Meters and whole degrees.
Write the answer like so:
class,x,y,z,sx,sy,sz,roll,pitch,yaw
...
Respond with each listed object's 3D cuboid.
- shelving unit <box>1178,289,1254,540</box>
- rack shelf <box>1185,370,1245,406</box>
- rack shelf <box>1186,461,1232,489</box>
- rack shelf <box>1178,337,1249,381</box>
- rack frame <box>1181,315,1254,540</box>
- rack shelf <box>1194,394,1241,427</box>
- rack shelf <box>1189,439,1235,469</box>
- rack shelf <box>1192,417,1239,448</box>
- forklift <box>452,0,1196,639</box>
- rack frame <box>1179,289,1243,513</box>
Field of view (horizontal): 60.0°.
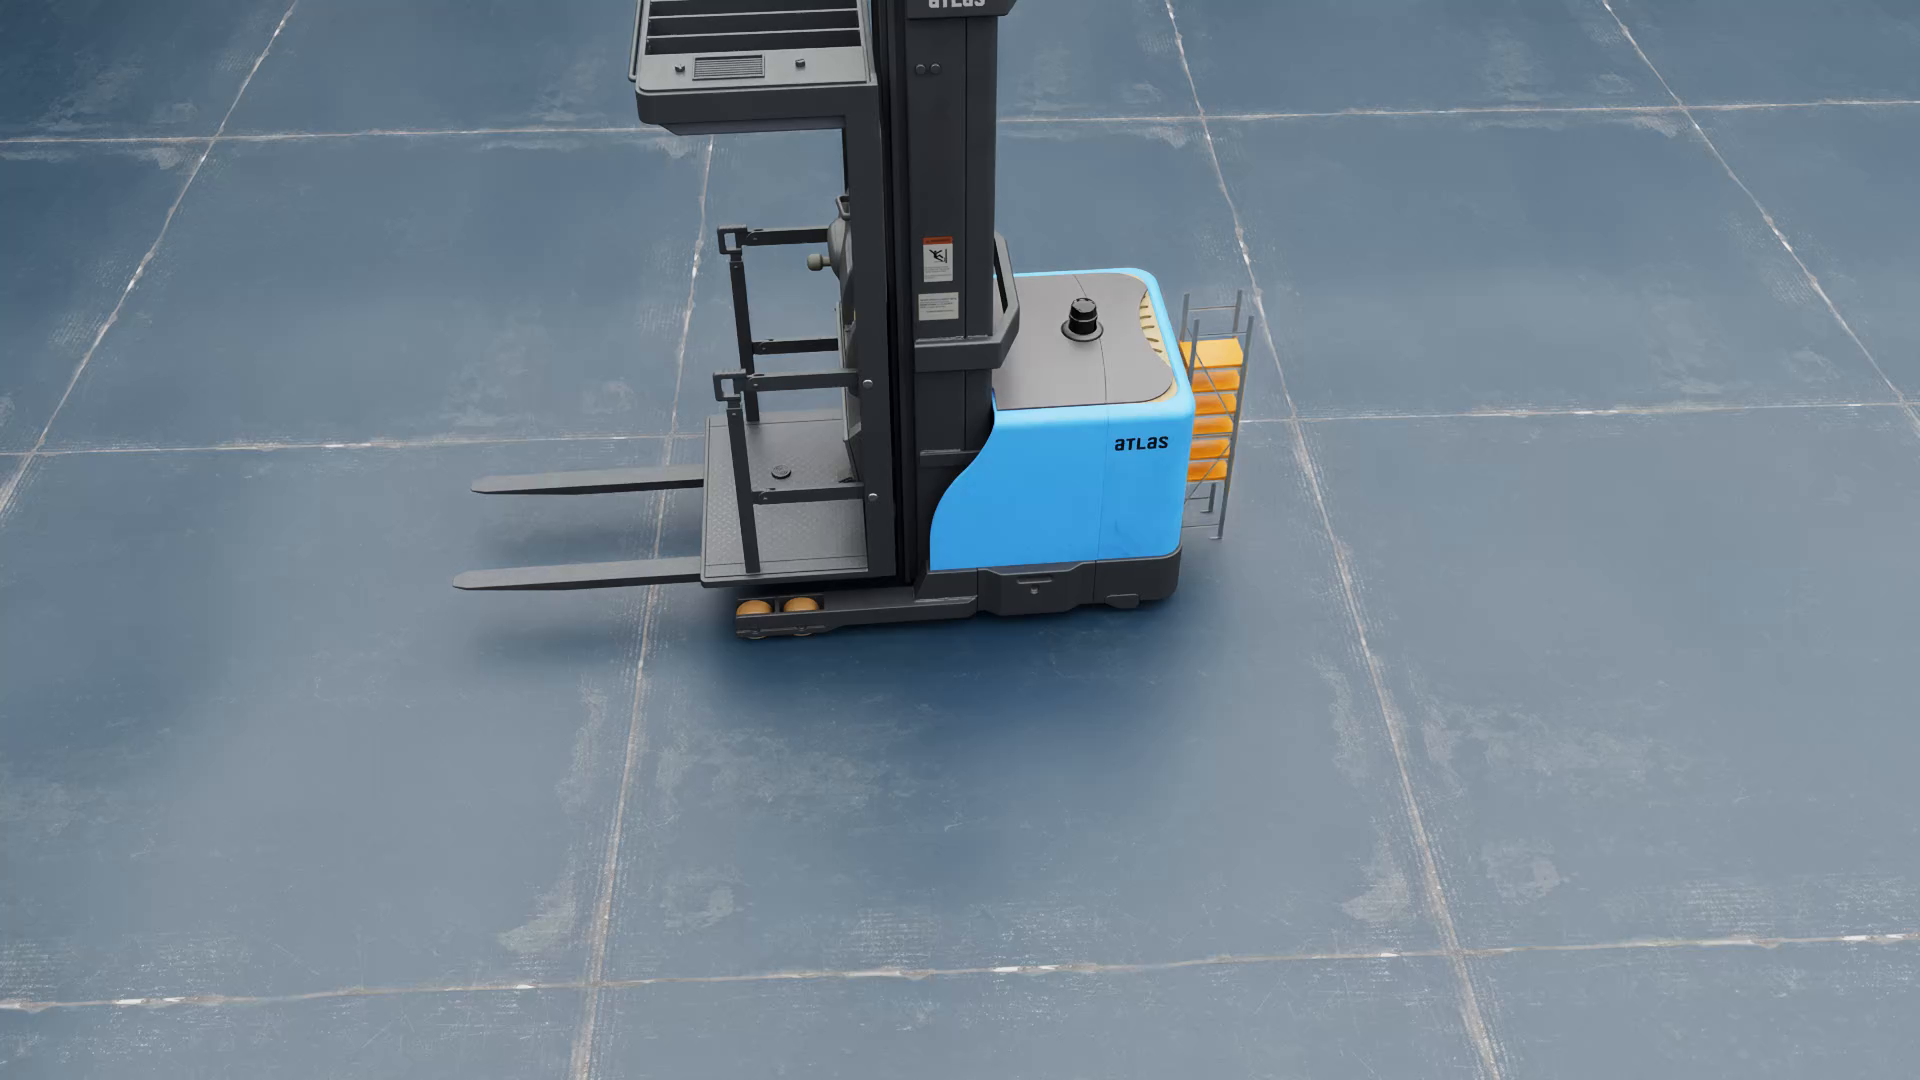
class,x,y,z,sx,sy,sz,roll,pitch,yaw
shelving unit,1.037,-0.502,7.059,0.258,1.200,0.189,-4,43,-5
rack shelf,1.037,-0.646,6.927,0.258,0.103,0.180,-4,43,-5
rack shelf,1.037,-0.292,7.252,0.258,0.103,0.180,-4,43,-5
rack shelf,1.037,-0.735,6.846,0.258,0.103,0.180,-4,43,-5
rack frame,1.047,-0.441,6.992,0.240,1.200,0.006,-4,43,-5
rack shelf,1.037,-0.558,7.008,0.258,0.103,0.180,-4,43,-5
rack shelf,1.037,-0.381,7.171,0.258,0.103,0.180,-4,43,-5
rack shelf,1.037,-0.469,7.090,0.258,0.103,0.180,-4,43,-5
forklift,-0.620,-1.042,6.368,3.031,2.935,1.130,-4,43,-4
rack frame,1.026,-0.564,7.127,0.240,1.200,0.006,-4,43,-5
